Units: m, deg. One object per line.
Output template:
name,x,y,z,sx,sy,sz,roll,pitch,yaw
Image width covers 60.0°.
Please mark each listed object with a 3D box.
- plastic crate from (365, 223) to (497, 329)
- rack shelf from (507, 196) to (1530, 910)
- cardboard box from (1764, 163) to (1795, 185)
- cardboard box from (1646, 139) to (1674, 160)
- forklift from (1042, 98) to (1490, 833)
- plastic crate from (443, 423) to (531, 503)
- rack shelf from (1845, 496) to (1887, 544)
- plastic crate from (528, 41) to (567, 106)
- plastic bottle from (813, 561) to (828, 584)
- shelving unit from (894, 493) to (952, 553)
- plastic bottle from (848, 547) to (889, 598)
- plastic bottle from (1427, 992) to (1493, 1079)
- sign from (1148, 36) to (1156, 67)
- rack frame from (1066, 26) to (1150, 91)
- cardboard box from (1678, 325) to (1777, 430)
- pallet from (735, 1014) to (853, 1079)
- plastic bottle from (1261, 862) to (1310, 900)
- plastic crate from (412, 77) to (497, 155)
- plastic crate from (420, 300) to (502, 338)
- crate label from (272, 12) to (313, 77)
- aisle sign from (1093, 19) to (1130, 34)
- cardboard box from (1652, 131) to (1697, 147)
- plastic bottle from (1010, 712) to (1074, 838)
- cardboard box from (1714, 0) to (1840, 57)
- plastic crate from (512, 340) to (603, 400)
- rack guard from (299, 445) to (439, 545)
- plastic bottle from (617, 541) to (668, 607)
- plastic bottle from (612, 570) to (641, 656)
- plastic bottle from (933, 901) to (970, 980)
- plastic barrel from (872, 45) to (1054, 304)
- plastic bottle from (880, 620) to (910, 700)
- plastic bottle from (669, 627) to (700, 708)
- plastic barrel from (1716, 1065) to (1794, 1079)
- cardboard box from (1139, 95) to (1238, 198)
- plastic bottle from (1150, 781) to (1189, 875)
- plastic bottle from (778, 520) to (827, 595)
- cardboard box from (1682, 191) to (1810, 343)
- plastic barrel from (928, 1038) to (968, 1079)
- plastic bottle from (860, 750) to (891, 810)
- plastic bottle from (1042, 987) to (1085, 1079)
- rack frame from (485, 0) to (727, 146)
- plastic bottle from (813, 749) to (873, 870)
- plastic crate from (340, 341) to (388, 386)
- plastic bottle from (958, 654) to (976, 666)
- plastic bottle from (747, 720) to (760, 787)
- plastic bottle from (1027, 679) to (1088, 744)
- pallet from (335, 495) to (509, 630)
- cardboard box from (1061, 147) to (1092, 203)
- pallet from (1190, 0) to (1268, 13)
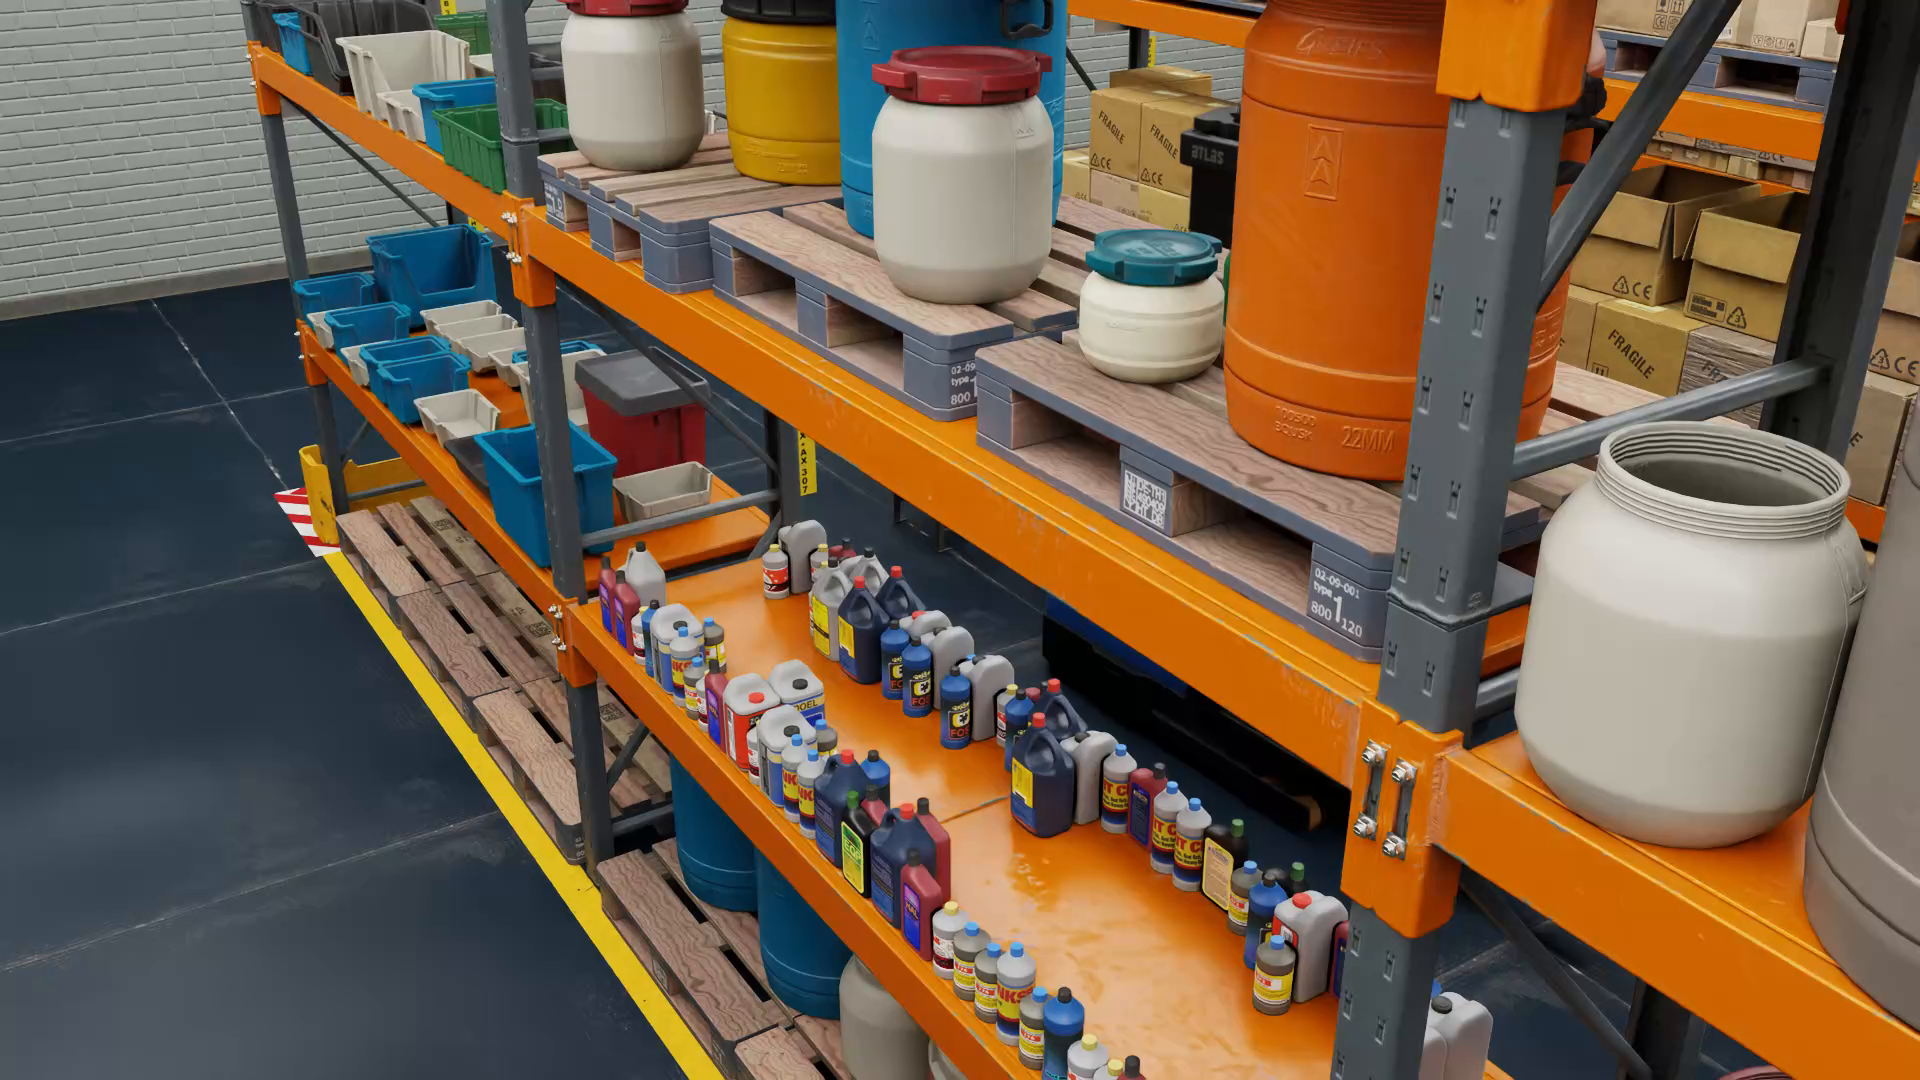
plastic crate,-2.927,-1.475,9.250,0.616,0.435,0.499,-16,29,-30
rack shelf,0.010,-0.393,4.399,1.077,0.370,4.000,-16,29,-30
cardboard box,6.211,-2.754,12.363,0.380,0.149,0.250,-16,30,-30
cardboard box,5.657,-3.123,13.146,0.380,0.149,0.250,-16,30,-30
forklift,1.694,-0.313,6.980,1.130,2.935,3.031,-18,30,-33
plastic crate,-1.918,-0.318,7.162,0.437,0.125,0.590,-16,29,-30
rack shelf,4.159,-0.191,7.484,1.077,0.370,4.000,-16,29,-30
plastic crate,-1.531,-1.883,6.865,0.497,0.269,0.590,-16,29,-30
plastic bottle,-0.488,0.175,6.099,0.097,0.201,0.097,0,25,0
shelving unit,-0.090,-1.009,9.427,0.431,2.100,0.503,-16,29,-30
plastic bottle,-0.306,0.197,5.876,0.144,0.351,0.185,-16,29,-30
plastic bottle,1.136,1.179,3.884,0.152,0.276,0.135,-16,29,-30
sign,1.346,-3.415,11.836,0.100,0.325,0.005,-16,29,-30
rack frame,0.884,-2.663,11.876,1.000,3.000,0.127,-16,29,-30
cardboard box,3.657,-0.696,7.593,0.500,0.500,0.500,-16,30,-31
pallet,-0.026,1.906,5.466,1.003,0.211,1.213,-16,29,-30
plastic bottle,0.848,0.952,4.357,0.061,0.283,0.133,-16,29,-30
plastic crate,-1.847,-1.610,6.328,0.416,0.233,0.300,-16,29,-30
plastic crate,-2.669,-1.167,8.946,0.396,0.136,0.243,-16,29,-30
crate label,-3.033,-2.392,7.964,0.408,0.251,0.502,-16,29,-30
aisle sign,1.096,-3.934,11.524,0.394,0.787,0.004,-16,29,-30
cardboard box,5.679,-3.373,12.917,0.500,0.500,0.500,-15,29,-29
plastic bottle,0.241,0.675,4.865,0.144,0.351,0.185,-16,29,-30
cardboard box,3.591,-2.325,7.259,0.500,0.311,0.500,-17,30,-31
plastic crate,-1.930,-0.785,8.025,0.416,0.233,0.300,-16,29,-30
rack guard,-3.290,-0.384,9.977,1.175,0.500,0.348,-16,29,-30
plastic bottle,-1.140,0.161,5.954,0.144,0.351,0.185,-16,29,-30
plastic bottle,-1.167,0.253,5.836,0.061,0.283,0.133,-16,29,-30
plastic bottle,-0.023,1.026,4.296,0.097,0.201,0.097,0,25,0
plastic barrel,0.007,-0.854,3.880,0.433,0.535,0.433,0,25,0
plastic bottle,-0.216,0.393,5.555,0.097,0.271,0.097,0,25,0
plastic bottle,-0.909,0.414,5.511,0.097,0.271,0.097,0,25,0
plastic barrel,1.608,1.387,3.139,0.600,0.536,0.708,-16,29,-30
cardboard box,1.481,-2.471,10.420,0.500,0.500,0.500,-16,30,-31
plastic bottle,0.591,0.803,4.687,0.097,0.271,0.097,0,25,0
plastic bottle,-0.596,0.044,6.288,0.152,0.276,0.135,-16,29,-30
cardboard box,3.788,-1.256,7.605,0.797,0.503,0.637,-15,29,-29
plastic barrel,0.203,1.679,5.013,0.600,0.588,0.708,-16,29,-30
plastic bottle,-0.249,0.733,4.834,0.097,0.271,0.097,0,25,0
plastic bottle,0.243,1.168,3.912,0.097,0.271,0.097,0,25,0
rack frame,-1.082,-2.791,5.120,1.000,3.000,0.127,-16,29,-30
plastic bottle,-0.327,0.741,4.725,0.144,0.351,0.185,-16,29,-30
plastic crate,-2.931,-0.875,8.327,0.250,0.136,0.298,-16,29,-30
plastic bottle,0.038,0.472,5.469,0.097,0.201,0.097,0,25,0
plastic bottle,-0.603,0.646,5.101,0.097,0.201,0.097,0,25,0
plastic bottle,0.295,0.591,5.042,0.144,0.351,0.185,-16,29,-30
pallet,-2.848,0.057,9.383,1.003,0.211,1.213,-16,29,-30
cardboard box,0.920,-2.495,11.348,0.500,0.250,0.500,-16,30,-31
pallet,1.968,-3.279,9.773,1.003,0.211,1.213,-16,29,-30
